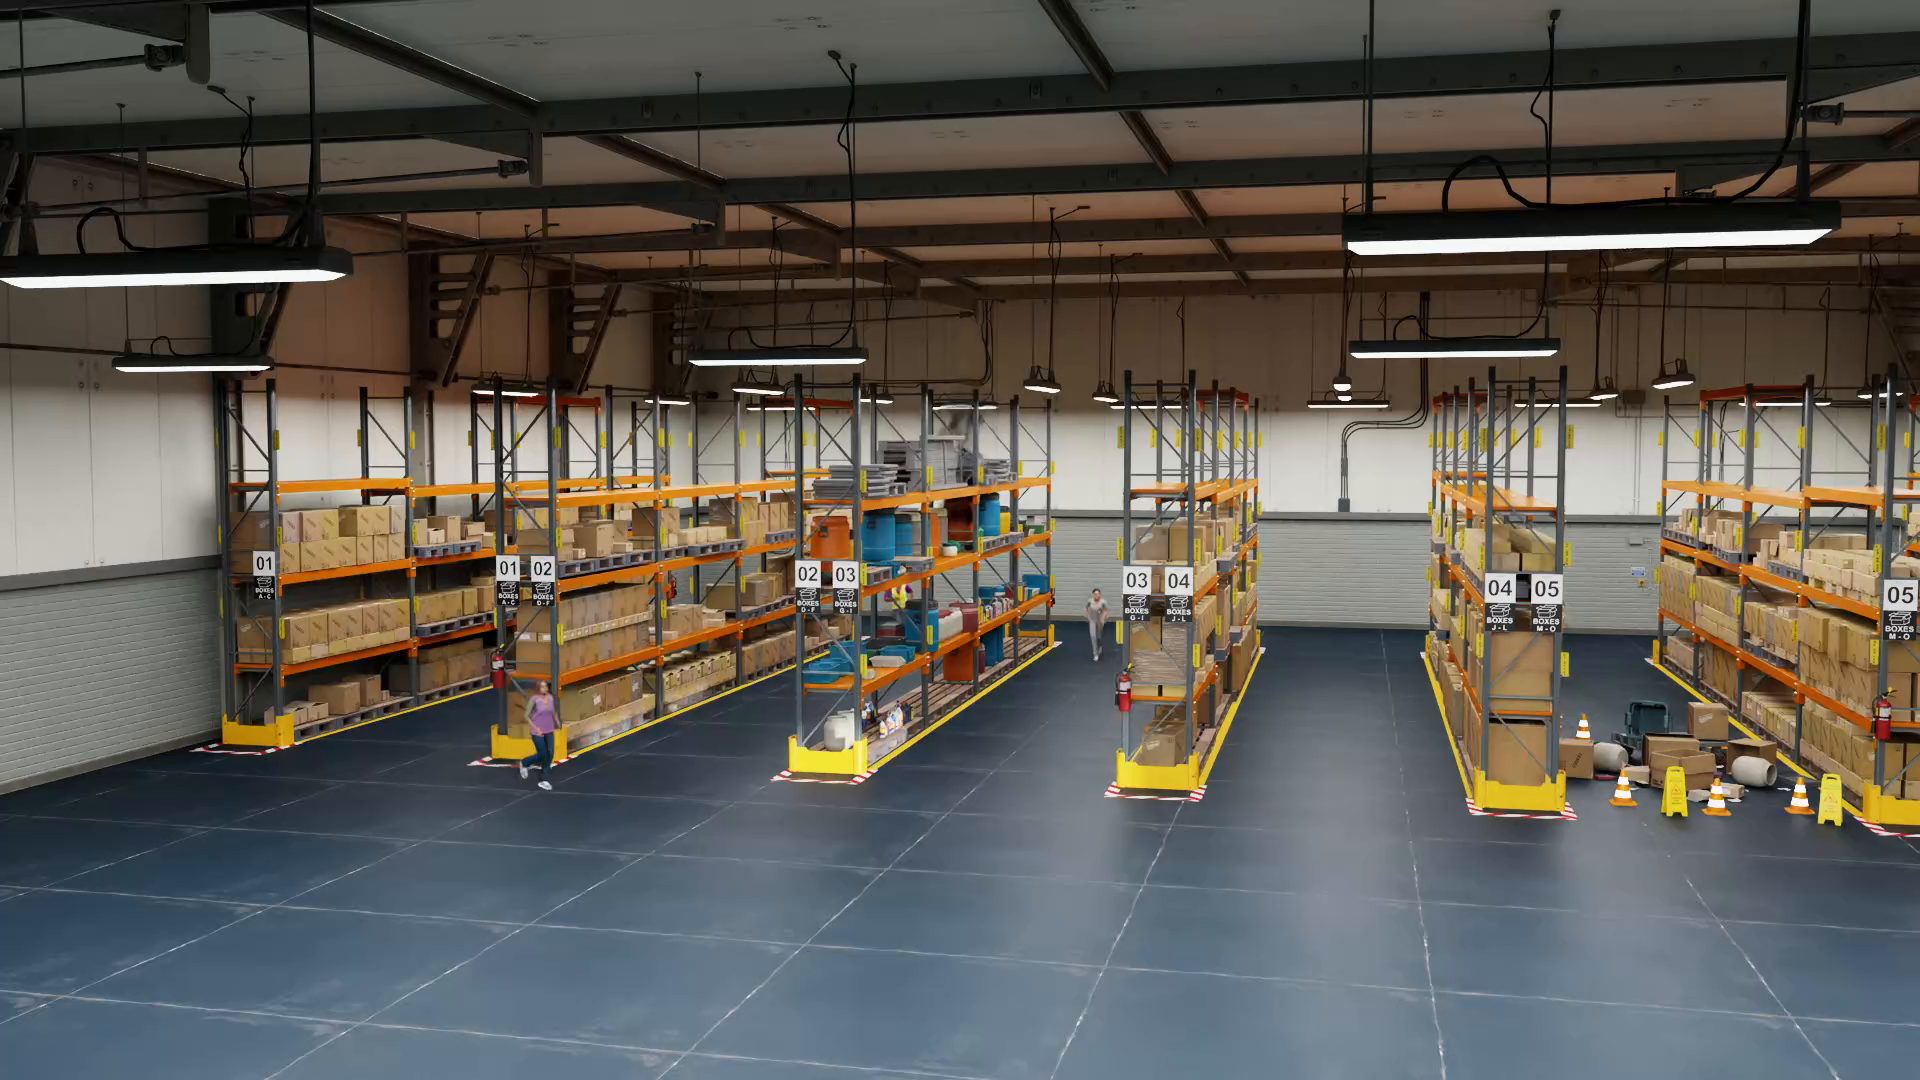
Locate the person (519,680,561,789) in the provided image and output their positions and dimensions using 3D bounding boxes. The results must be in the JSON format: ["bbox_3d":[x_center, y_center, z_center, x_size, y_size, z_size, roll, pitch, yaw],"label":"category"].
[{"bbox_3d":[-6.062,2.792,24.025,0.595,1.577,0.537,3,5,41],"label":"person"}]

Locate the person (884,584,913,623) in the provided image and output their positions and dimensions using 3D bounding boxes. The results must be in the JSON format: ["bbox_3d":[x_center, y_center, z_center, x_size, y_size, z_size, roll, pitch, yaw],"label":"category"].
[{"bbox_3d":[-1.498,1.711,40.610,0.711,1.807,0.854,0,3,0],"label":"person"}]

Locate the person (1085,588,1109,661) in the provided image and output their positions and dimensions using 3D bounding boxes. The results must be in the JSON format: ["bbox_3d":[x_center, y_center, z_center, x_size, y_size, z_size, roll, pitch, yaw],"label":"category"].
[{"bbox_3d":[3.134,1.902,38.094,0.551,1.638,0.982,1,4,12],"label":"person"}]
